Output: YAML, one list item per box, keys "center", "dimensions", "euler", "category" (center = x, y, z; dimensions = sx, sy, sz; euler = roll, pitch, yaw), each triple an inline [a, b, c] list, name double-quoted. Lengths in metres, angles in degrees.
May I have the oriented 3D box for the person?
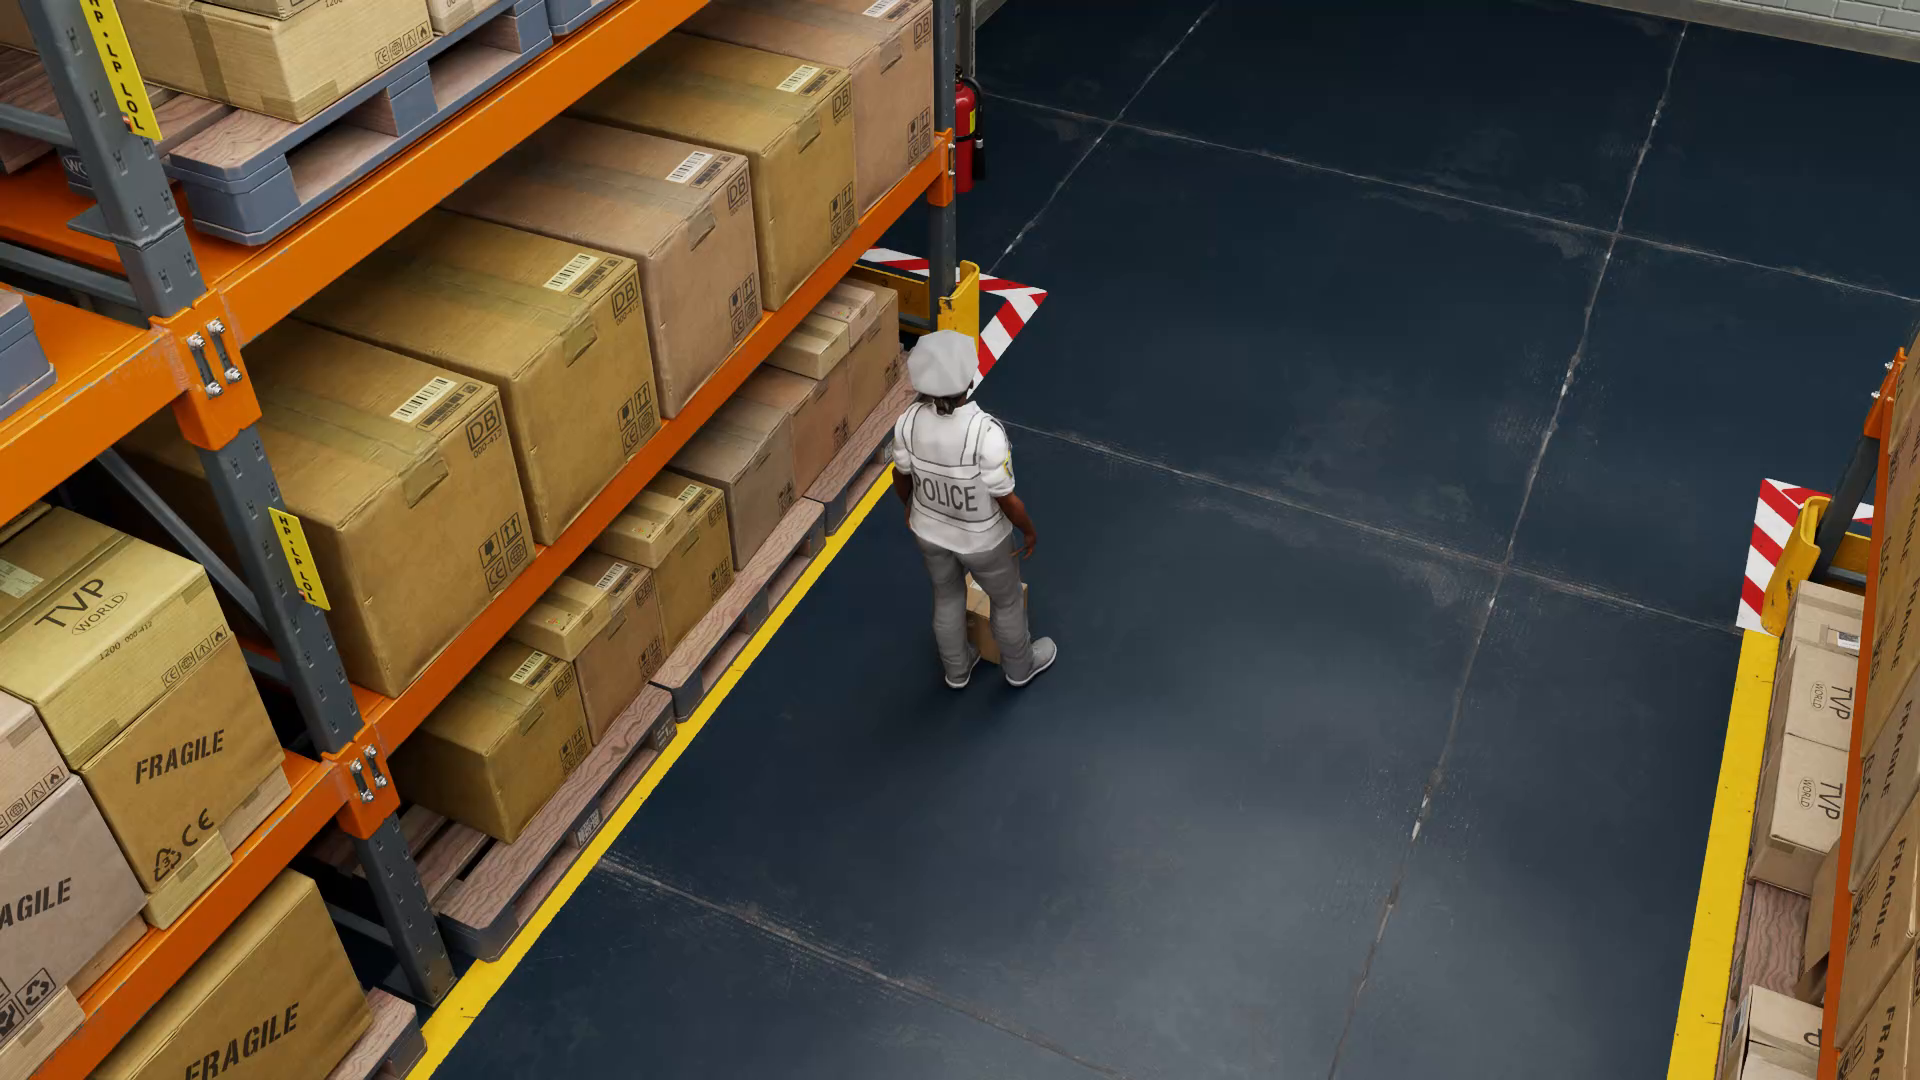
- center: [0.054, -0.097, 6.228]
  dimensions: [0.568, 1.694, 0.529]
  euler: [17, 45, 18]
  category: "person"
